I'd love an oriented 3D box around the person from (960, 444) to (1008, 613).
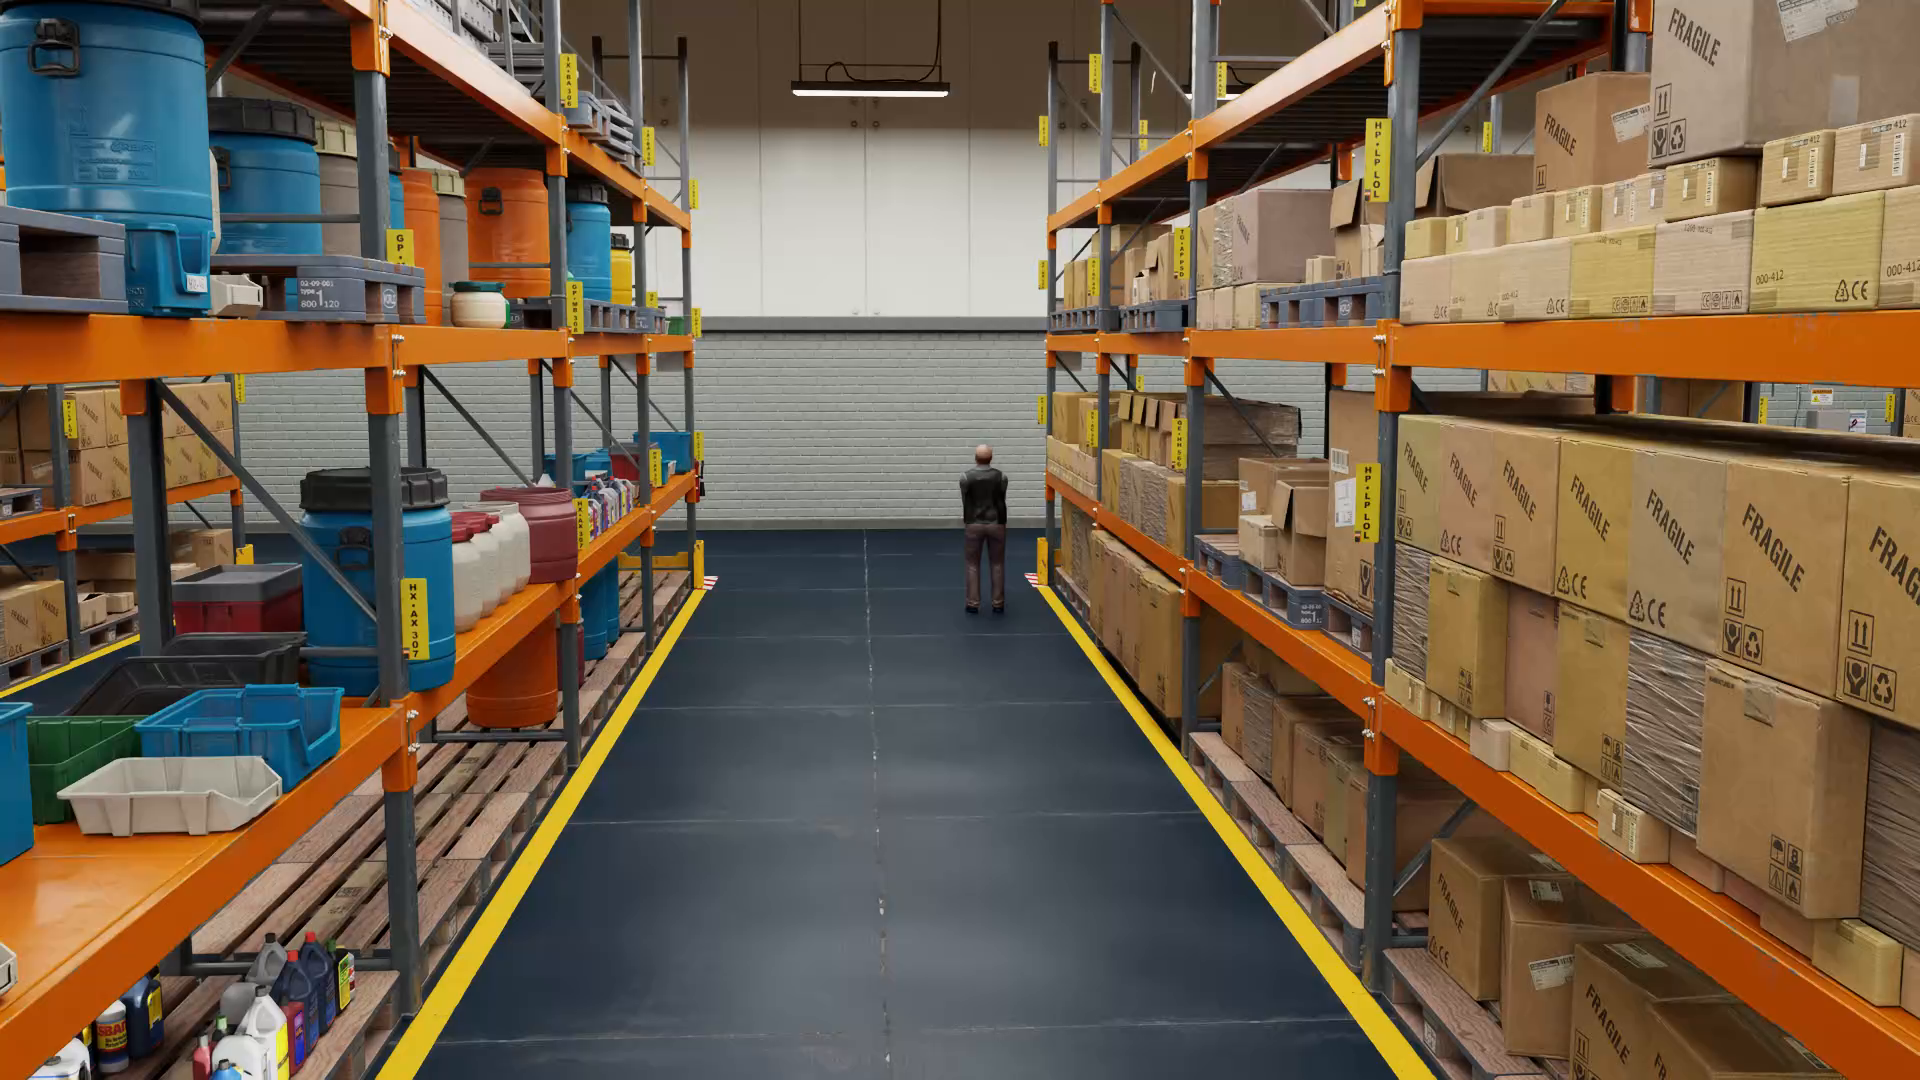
[{"bbox_3d":[0.235,-0.131,16.986,0.494,1.711,0.560,0,7,-3],"label":"person"}]
